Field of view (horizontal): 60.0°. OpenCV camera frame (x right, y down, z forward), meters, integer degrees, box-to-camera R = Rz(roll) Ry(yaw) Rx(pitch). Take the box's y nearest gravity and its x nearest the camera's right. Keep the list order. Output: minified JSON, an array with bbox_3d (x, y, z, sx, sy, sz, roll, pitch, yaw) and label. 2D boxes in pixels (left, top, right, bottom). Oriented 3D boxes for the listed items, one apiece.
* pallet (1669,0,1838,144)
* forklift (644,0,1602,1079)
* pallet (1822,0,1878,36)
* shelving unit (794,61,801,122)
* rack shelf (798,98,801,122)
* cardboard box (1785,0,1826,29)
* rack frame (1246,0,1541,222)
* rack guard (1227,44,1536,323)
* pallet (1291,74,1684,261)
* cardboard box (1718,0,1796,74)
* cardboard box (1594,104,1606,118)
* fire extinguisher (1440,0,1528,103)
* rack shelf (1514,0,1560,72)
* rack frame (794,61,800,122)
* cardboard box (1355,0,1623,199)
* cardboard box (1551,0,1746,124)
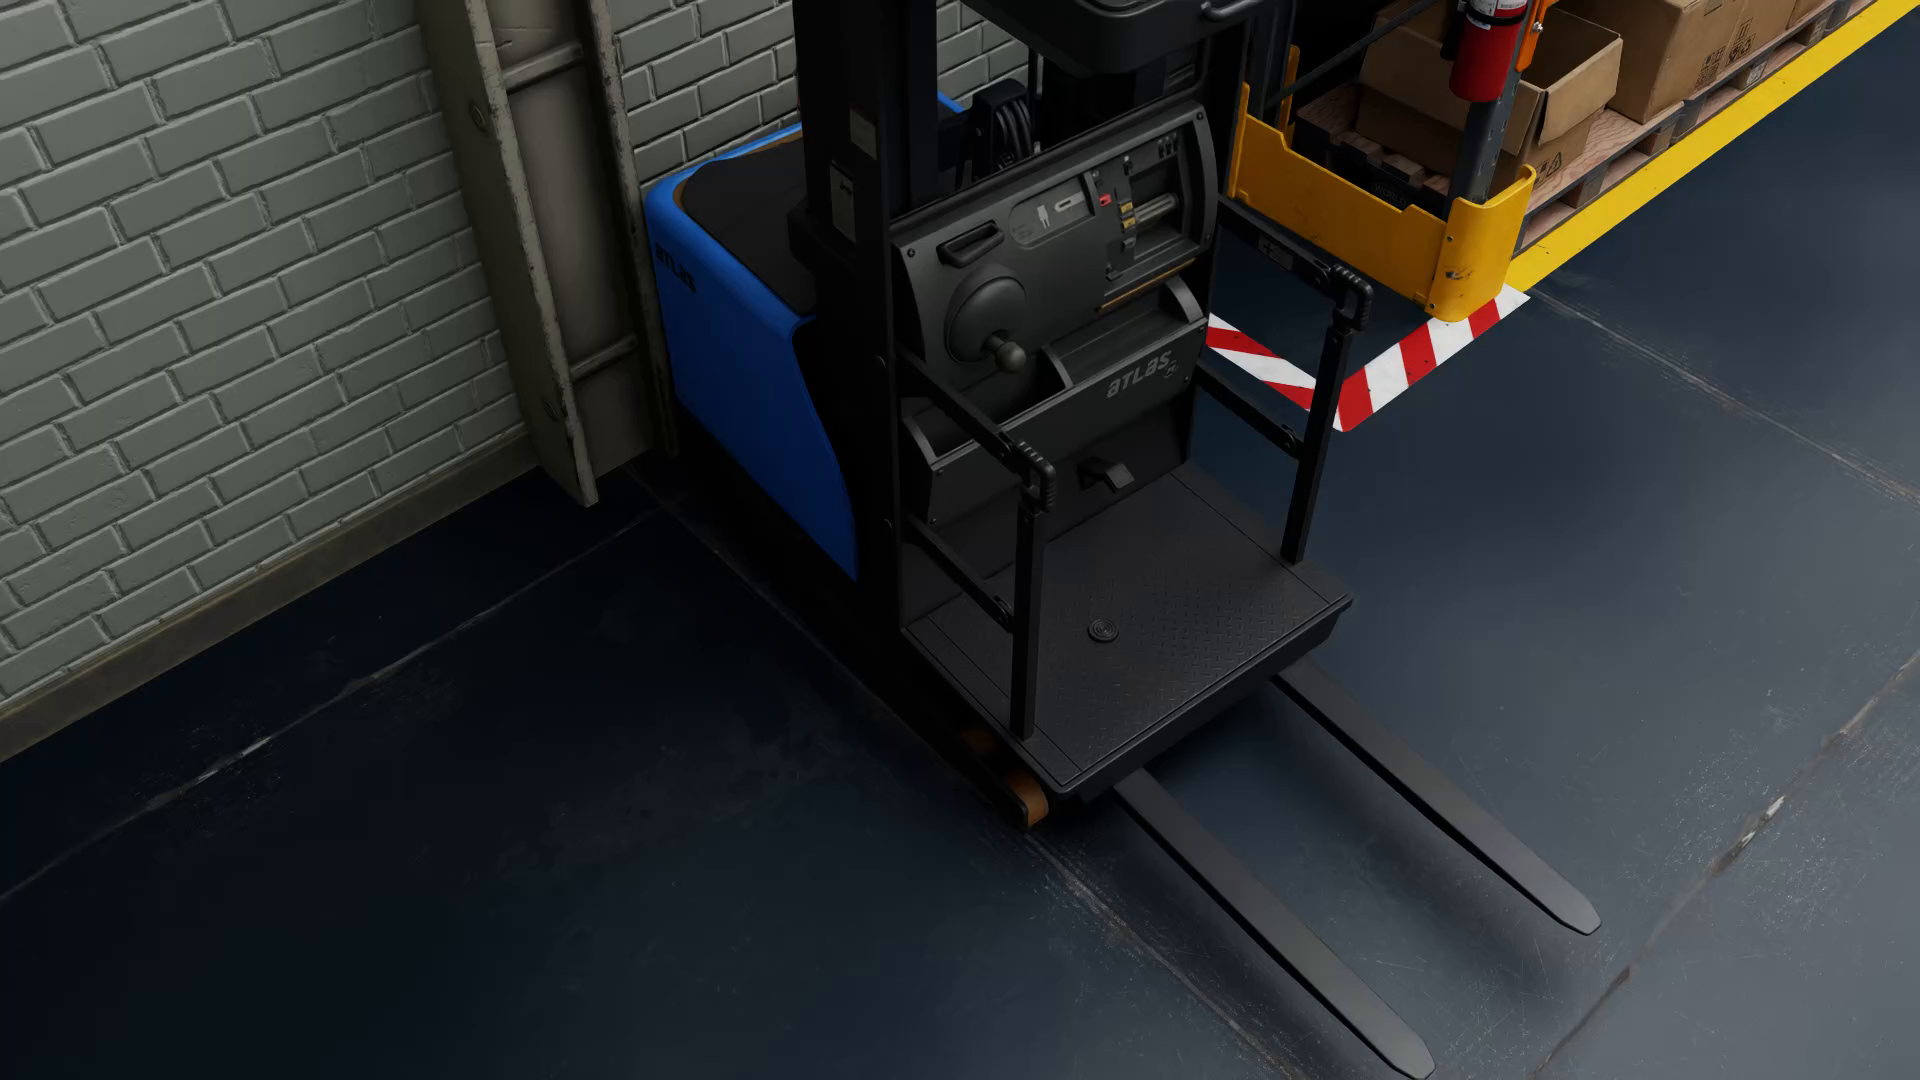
[{"bbox_3d":[2.987,-2.230,7.164,1.213,0.211,1.003,-34,56,-27],"label":"pallet"},{"bbox_3d":[0.385,-0.630,3.837,1.130,2.935,3.031,-30,54,-25],"label":"forklift"},{"bbox_3d":[3.890,-2.836,7.723,1.213,0.211,1.003,-34,56,-27],"label":"pallet"},{"bbox_3d":[-0.356,-1.132,5.577,0.252,1.050,0.215,30,54,26],"label":"shelving unit"},{"bbox_3d":[-0.357,-1.319,5.379,0.240,0.259,0.215,30,54,26],"label":"rack shelf"},{"bbox_3d":[3.383,-2.603,7.026,0.500,0.500,0.700,-36,57,-28],"label":"cardboard box"},{"bbox_3d":[1.440,-2.143,5.186,0.127,3.000,1.000,-34,56,-27],"label":"rack frame"},{"bbox_3d":[1.496,-1.333,6.140,0.348,0.500,1.175,-34,56,-27],"label":"rack guard"},{"bbox_3d":[2.085,-1.629,6.610,1.213,0.211,1.003,-34,56,-27],"label":"pallet"},{"bbox_3d":[3.073,-2.297,6.744,0.500,0.500,0.500,-33,55,-27],"label":"cardboard box"},{"bbox_3d":[2.297,-1.758,6.485,0.250,0.149,0.380,-36,57,-28],"label":"cardboard box"},{"bbox_3d":[1.642,-1.666,5.053,0.183,0.674,0.296,-34,56,-27],"label":"fire extinguisher"},{"bbox_3d":[2.919,-2.888,6.363,4.000,0.370,1.077,-34,56,-27],"label":"rack shelf"},{"bbox_3d":[-0.451,-1.187,5.630,0.008,1.050,0.200,30,54,26],"label":"rack frame"},{"bbox_3d":[1.956,-1.690,6.181,0.637,0.503,0.797,-36,57,-28],"label":"cardboard box"},{"bbox_3d":[2.615,-2.090,6.553,0.500,0.500,0.700,-32,55,-26],"label":"cardboard box"}]
